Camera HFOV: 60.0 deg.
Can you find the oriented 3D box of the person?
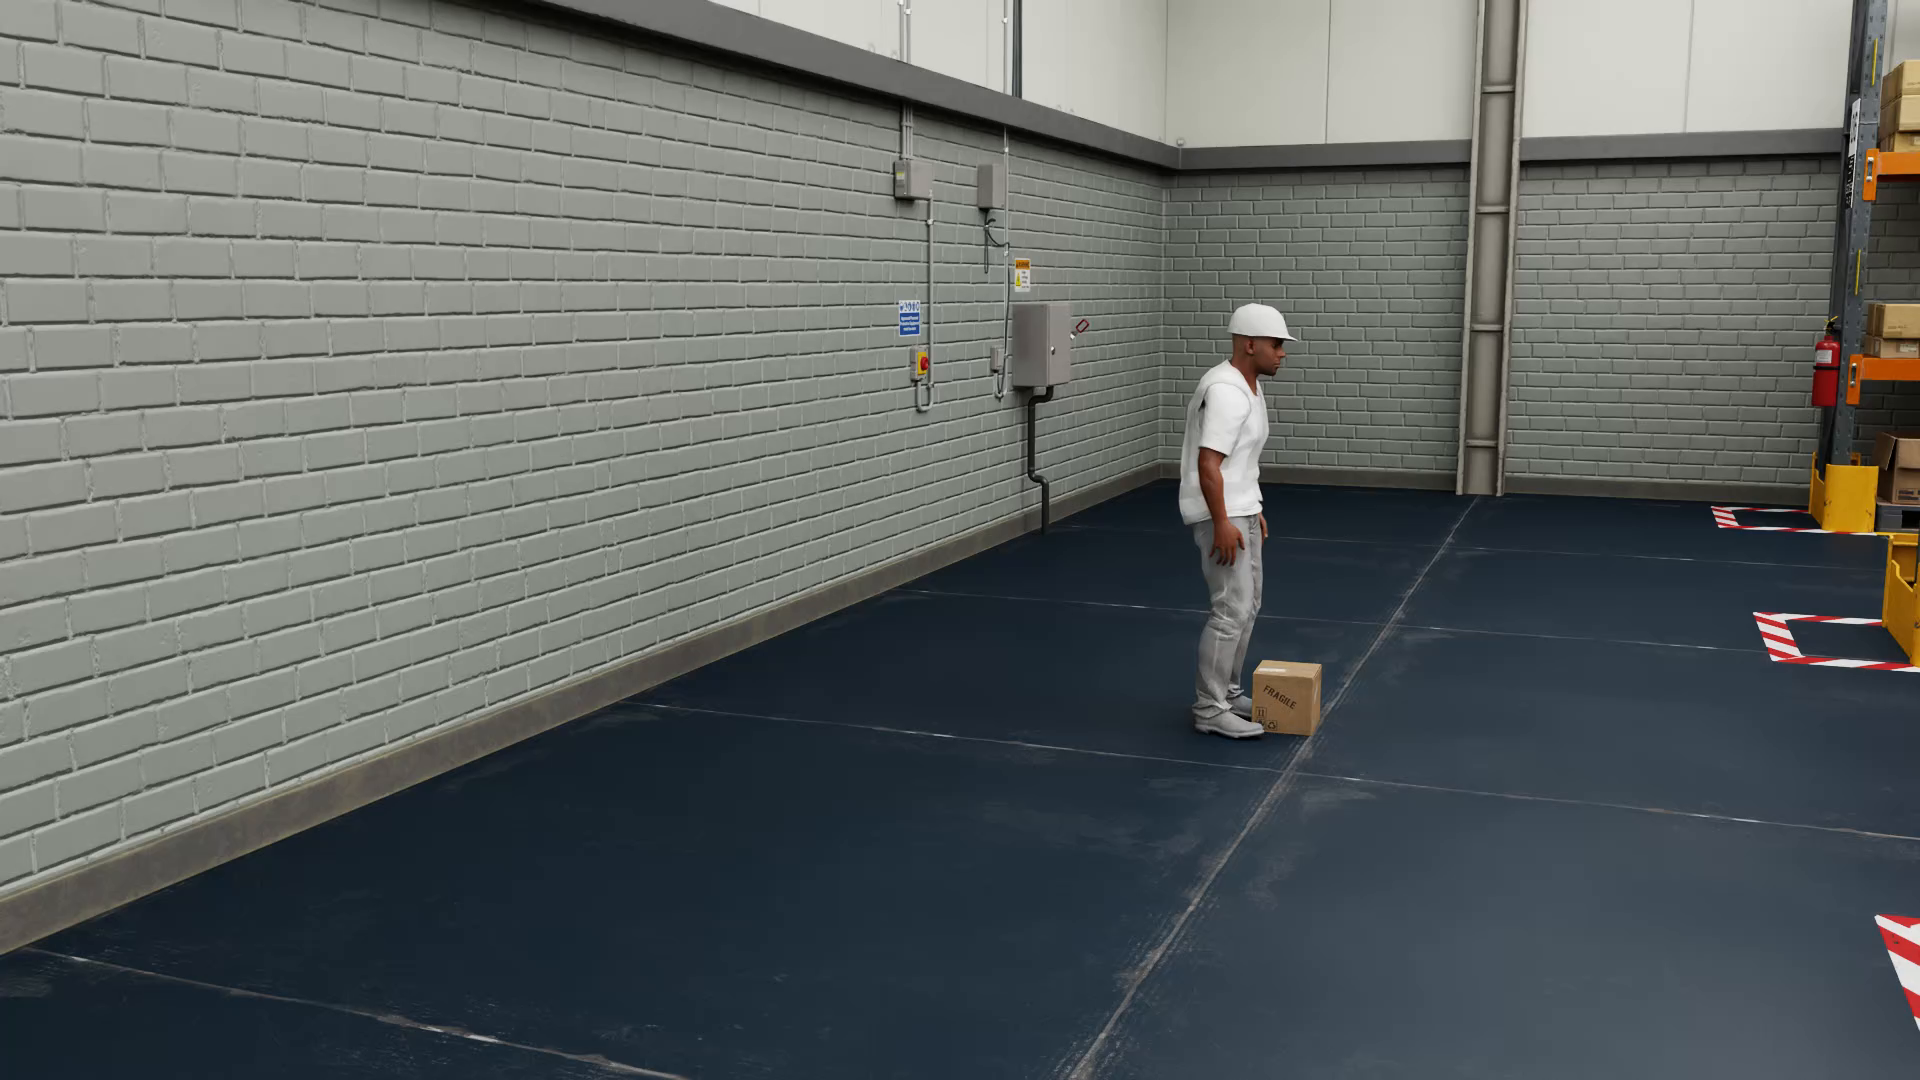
[{"bbox_3d":[1.149,-0.094,6.919,0.459,1.757,0.627,3,9,21],"label":"person"}]
